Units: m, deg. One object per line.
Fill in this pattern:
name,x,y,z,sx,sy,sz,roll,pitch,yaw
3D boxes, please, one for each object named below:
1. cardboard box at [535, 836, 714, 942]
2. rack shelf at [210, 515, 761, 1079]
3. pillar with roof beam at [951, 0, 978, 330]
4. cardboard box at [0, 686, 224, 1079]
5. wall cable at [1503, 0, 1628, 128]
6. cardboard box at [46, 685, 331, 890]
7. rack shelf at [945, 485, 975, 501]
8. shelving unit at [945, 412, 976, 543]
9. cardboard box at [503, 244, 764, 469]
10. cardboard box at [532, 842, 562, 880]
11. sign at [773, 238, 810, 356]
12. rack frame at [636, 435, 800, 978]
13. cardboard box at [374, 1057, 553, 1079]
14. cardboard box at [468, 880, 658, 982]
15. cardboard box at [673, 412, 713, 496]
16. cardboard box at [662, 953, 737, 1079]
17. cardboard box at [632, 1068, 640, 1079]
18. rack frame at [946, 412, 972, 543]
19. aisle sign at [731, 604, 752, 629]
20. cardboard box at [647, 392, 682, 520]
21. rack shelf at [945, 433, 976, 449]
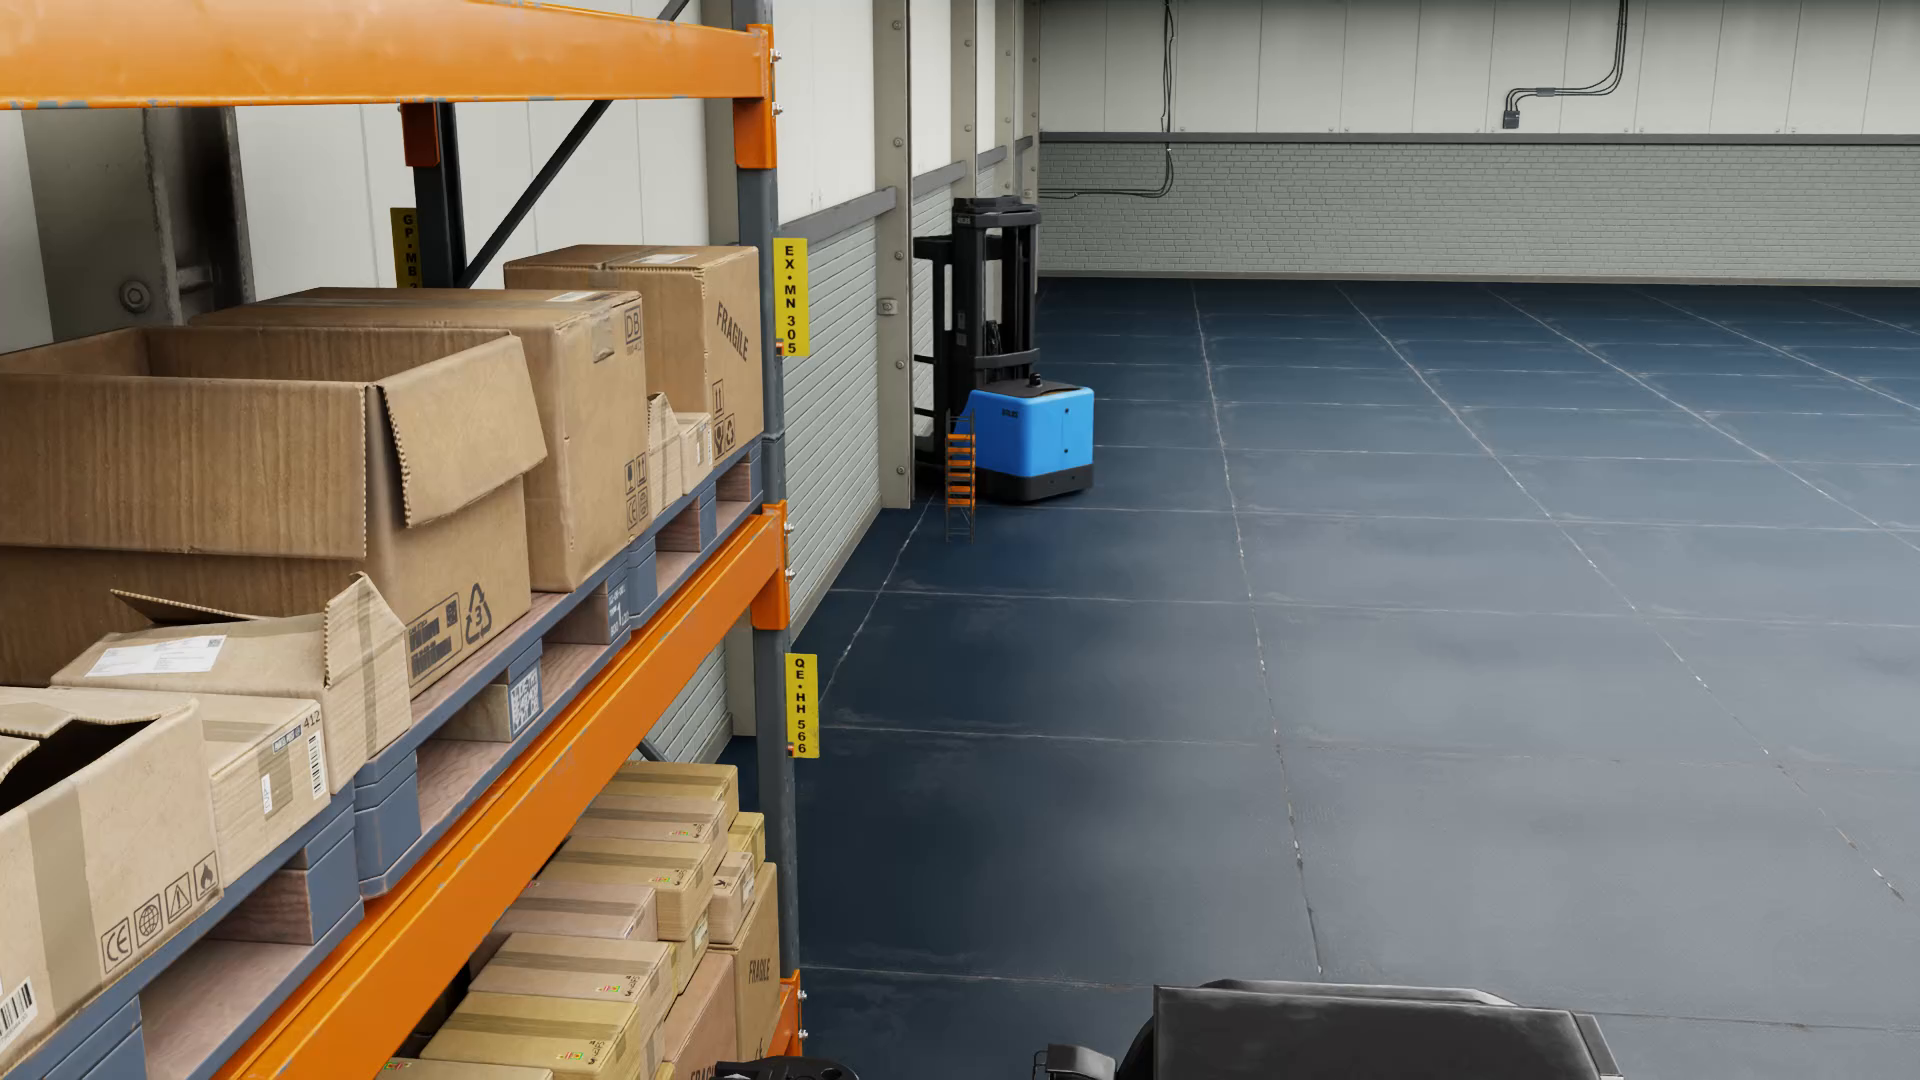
cardboard box,-0.838,0.873,4.181,0.380,0.149,0.250,2,15,8
rack shelf,-1.233,0.435,2.927,0.919,0.052,3.809,2,15,6
pillar with roof beam,4.327,-6.138,20.621,9.100,9.000,0.400,2,15,6
cardboard box,-1.123,0.319,1.665,0.500,0.311,0.500,2,15,7
wall cable,12.481,-11.460,33.789,2.305,6.003,0.169,2,15,6
cardboard box,-1.020,0.299,2.049,0.380,0.149,0.250,2,15,8
rack shelf,0.002,-0.424,15.062,0.258,0.103,0.180,2,15,6
shelving unit,1.505,2.026,4.223,5.752,1.800,21.905,2,15,6
cardboard box,-0.815,-0.479,4.255,0.500,0.500,0.500,2,15,8
cardboard box,-1.268,0.931,4.540,0.380,0.149,0.250,2,15,6
sign,-0.470,-0.672,4.609,0.100,0.325,0.005,2,15,6
rack frame,-1.008,1.146,5.178,1.000,3.000,0.127,2,15,6
cardboard box,-1.006,1.138,3.203,0.380,0.149,0.250,2,15,7
cardboard box,-0.940,0.936,3.951,0.380,0.149,0.250,2,15,7
cardboard box,-0.799,-0.208,3.924,0.380,0.149,0.250,1,15,5
cardboard box,-0.870,1.367,4.168,0.500,0.500,0.500,2,15,8
cardboard box,-0.889,1.216,3.484,0.380,0.149,0.250,2,15,7
rack frame,-0.009,-0.559,14.932,0.240,1.200,0.006,2,15,6
aisle sign,-0.708,-0.118,4.870,0.394,0.787,0.004,2,15,6
cardboard box,-0.828,-0.199,3.665,0.396,0.266,0.258,2,15,6
rack shelf,0.002,-0.888,14.937,0.258,0.103,0.180,2,15,6
